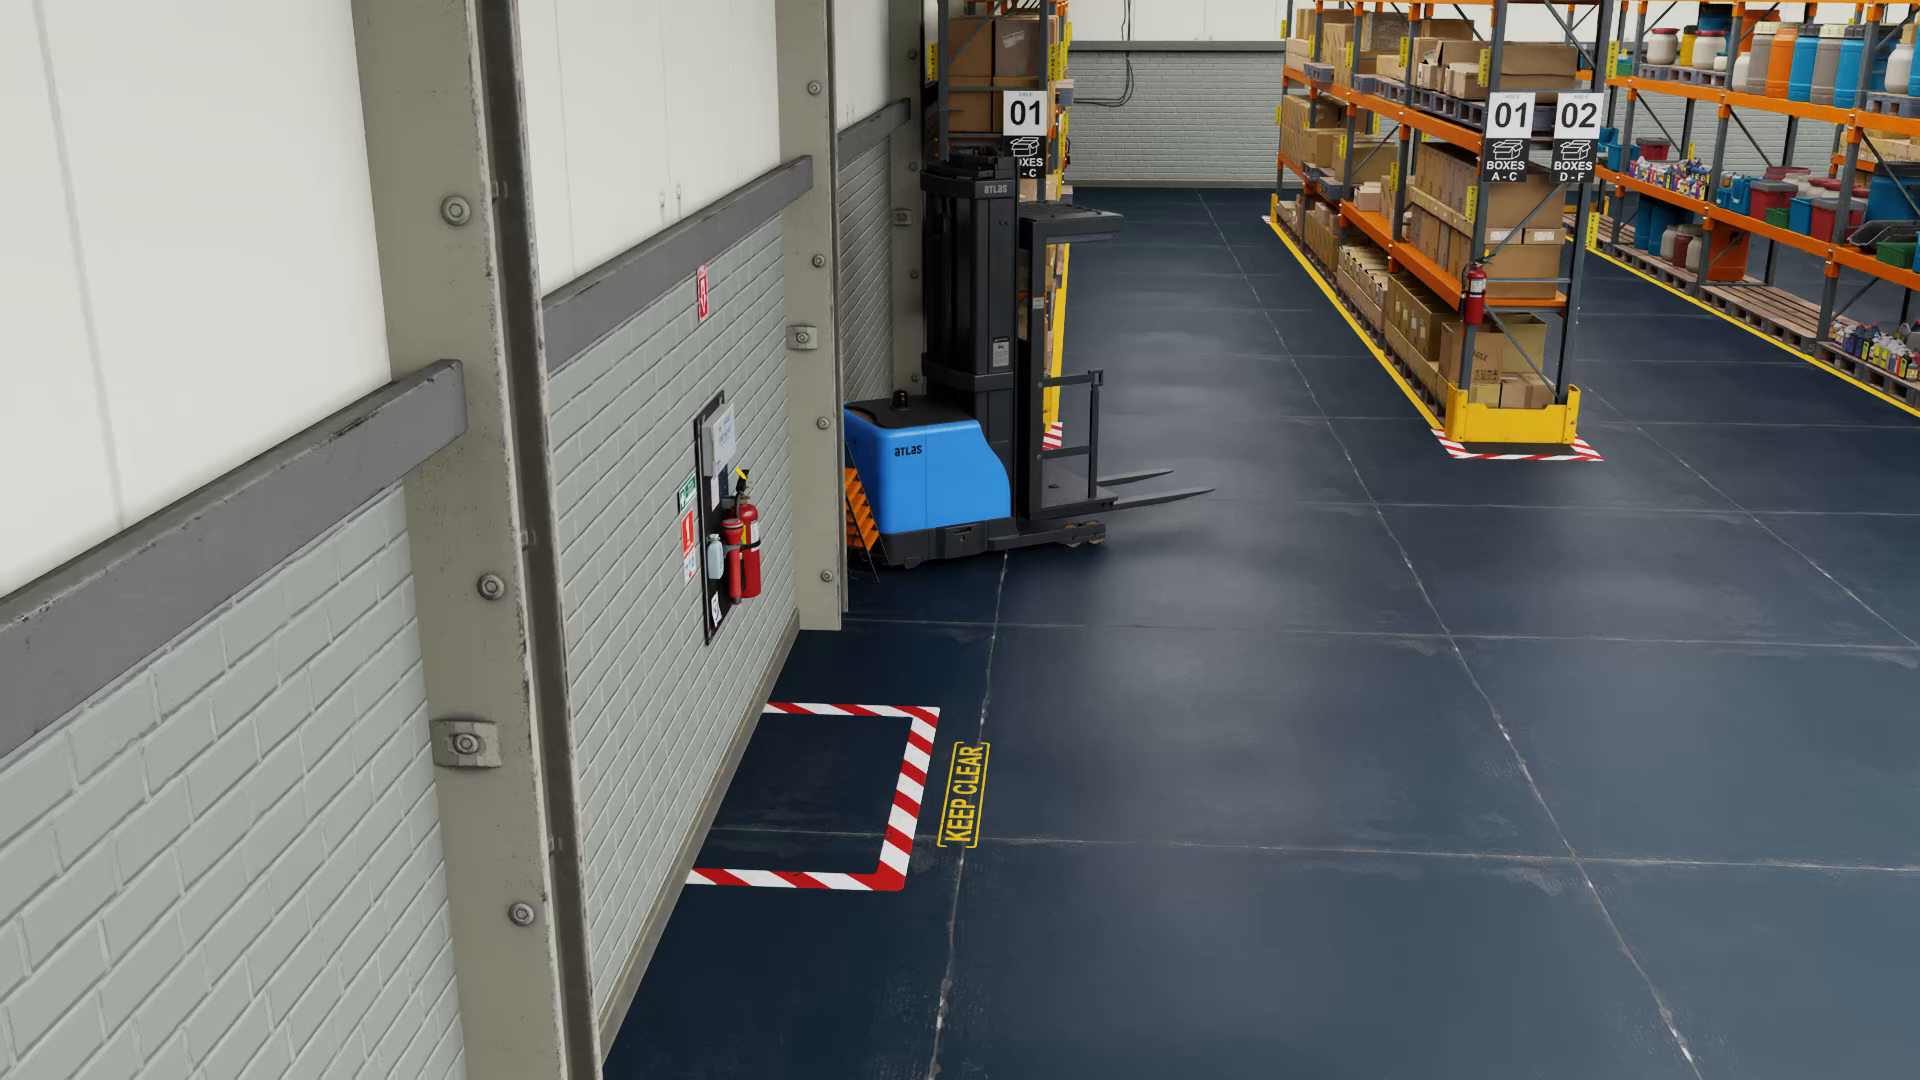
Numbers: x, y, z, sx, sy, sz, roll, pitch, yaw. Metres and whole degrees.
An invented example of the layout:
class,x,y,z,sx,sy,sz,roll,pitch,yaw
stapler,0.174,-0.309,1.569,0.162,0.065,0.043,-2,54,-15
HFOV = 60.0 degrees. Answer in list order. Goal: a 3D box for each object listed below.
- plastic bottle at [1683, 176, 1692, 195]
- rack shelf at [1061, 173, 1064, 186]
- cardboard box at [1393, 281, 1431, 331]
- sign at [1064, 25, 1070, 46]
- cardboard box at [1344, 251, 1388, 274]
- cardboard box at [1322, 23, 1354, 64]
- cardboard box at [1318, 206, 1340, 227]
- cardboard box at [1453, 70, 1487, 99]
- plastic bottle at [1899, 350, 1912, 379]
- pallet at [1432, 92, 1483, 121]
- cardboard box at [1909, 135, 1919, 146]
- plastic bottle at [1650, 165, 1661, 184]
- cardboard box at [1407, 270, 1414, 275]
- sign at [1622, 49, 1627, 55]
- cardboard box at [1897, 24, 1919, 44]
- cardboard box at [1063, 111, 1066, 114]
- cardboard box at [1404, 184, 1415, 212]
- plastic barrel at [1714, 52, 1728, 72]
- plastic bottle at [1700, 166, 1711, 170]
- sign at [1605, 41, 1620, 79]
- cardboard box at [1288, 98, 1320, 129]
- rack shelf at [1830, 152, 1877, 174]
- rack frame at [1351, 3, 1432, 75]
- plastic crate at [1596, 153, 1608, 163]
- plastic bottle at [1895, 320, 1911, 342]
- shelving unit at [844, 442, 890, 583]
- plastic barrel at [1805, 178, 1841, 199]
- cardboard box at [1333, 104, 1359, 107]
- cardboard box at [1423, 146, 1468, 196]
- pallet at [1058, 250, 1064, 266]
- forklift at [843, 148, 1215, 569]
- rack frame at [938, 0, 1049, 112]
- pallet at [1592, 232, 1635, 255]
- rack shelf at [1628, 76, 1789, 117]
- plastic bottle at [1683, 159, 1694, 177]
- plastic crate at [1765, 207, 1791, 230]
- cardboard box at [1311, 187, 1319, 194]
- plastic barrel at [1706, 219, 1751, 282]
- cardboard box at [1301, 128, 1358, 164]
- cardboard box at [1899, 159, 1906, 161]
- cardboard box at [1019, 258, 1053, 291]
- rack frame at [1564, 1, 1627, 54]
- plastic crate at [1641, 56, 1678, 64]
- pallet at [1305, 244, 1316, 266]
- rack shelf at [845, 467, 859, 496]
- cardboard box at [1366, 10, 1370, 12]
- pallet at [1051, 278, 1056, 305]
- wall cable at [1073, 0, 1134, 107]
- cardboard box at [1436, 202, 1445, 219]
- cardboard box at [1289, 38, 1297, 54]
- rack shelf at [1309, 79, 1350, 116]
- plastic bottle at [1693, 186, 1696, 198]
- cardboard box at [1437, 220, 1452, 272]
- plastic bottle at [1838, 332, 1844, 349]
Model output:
class,x,y,z,sx,sy,sz,roll,pitch,yaw
plastic bottle,10.433,-5.081,23.819,0.097,0.271,0.097,0,18,0
rack shelf,1.020,-5.279,25.373,1.077,0.370,4.000,1,18,4
cardboard box,5.158,-2.605,18.593,0.500,0.500,0.500,1,18,4
sign,1.705,-8.054,26.532,0.100,0.325,0.005,1,18,4
cardboard box,5.458,-3.731,22.332,0.500,0.311,0.500,1,18,3
cardboard box,5.995,-7.698,25.787,0.600,0.600,0.600,0,18,-1
cardboard box,5.720,-4.899,25.161,0.500,0.250,0.500,1,18,3
cardboard box,5.064,-4.390,16.027,0.500,0.250,0.500,1,18,4
plastic bottle,9.869,-1.829,17.345,0.061,0.283,0.133,2,18,5
pallet,5.406,-4.388,16.823,1.003,0.211,1.213,1,18,4
cardboard box,15.791,-6.641,26.933,0.500,0.500,0.500,1,18,4
plastic bottle,10.565,-5.540,25.211,0.152,0.276,0.135,1,18,4
cardboard box,5.886,-3.247,20.855,0.500,0.311,0.500,1,18,2
sign,11.882,-8.632,29.800,0.100,0.325,0.005,1,18,4
cardboard box,16.139,-8.377,27.857,0.700,0.500,0.500,0,18,0
cardboard box,1.424,-7.469,30.417,0.980,0.700,0.700,2,18,6
cardboard box,5.640,-4.098,20.451,0.500,0.500,0.500,3,18,8
plastic barrel,10.689,-6.674,23.206,0.301,0.262,0.301,0,18,0
plastic bottle,11.267,-5.521,25.154,0.152,0.276,0.135,1,18,4
sign,5.797,-4.270,14.790,0.100,0.325,0.005,1,18,4
cardboard box,6.026,-7.448,29.070,0.500,0.500,0.500,2,18,5
rack shelf,16.129,-6.190,28.152,1.077,0.370,4.000,1,18,4
rack frame,5.818,-7.742,22.097,1.000,3.000,0.127,1,18,4
plastic crate,10.870,-6.472,28.185,0.293,0.136,0.466,1,18,4
plastic bottle,10.569,-2.284,18.623,0.144,0.351,0.185,1,18,4
shelving unit,-0.783,-0.192,11.667,0.258,1.200,0.189,9,49,26
plastic barrel,10.842,-4.256,20.875,0.433,0.535,0.433,0,18,0
cardboard box,6.456,-6.956,27.568,0.500,0.500,0.500,1,18,2
cardboard box,5.471,-4.017,18.122,0.700,0.500,0.500,1,18,4
pallet,1.098,-4.296,25.695,1.003,0.211,1.213,1,18,4
forklift,0.559,-1.478,12.726,3.031,2.935,1.130,-9,20,-25
rack frame,0.303,-5.366,14.848,1.000,3.000,0.127,1,18,4
pallet,11.059,-4.925,27.616,1.003,0.211,1.213,1,18,4
rack shelf,10.902,-6.484,24.231,1.077,0.370,4.000,1,18,4
plastic bottle,11.148,-5.651,25.431,0.144,0.351,0.185,1,18,4
plastic crate,10.315,-3.983,20.602,0.450,0.188,0.662,1,18,4
cardboard box,6.598,-6.222,30.403,0.500,0.500,0.500,1,18,4
plastic barrel,10.776,-4.100,23.428,0.600,0.830,0.708,1,18,4
cardboard box,5.848,-6.238,26.308,0.700,0.500,0.500,-5,19,-15
cardboard box,15.754,-6.213,27.470,0.380,0.149,0.250,2,18,5
cardboard box,0.655,-2.598,16.244,0.500,0.250,0.500,1,18,2
rack frame,11.332,-10.114,29.339,1.000,3.000,0.127,1,18,4
plastic crate,11.407,-7.764,27.194,0.497,0.269,0.590,1,18,4
pallet,6.084,-4.554,26.483,1.003,0.211,1.213,1,18,4
rack shelf,-0.851,-0.415,11.454,0.258,0.103,0.180,9,49,26
cardboard box,6.279,-8.385,27.112,0.700,0.500,0.500,1,18,4
pallet,0.819,-3.432,23.059,1.003,0.211,1.213,1,18,4
wall cable,2.212,-10.609,35.834,3.097,2.526,0.112,1,18,4
cardboard box,5.211,-3.444,17.414,0.380,0.149,0.250,1,18,3
cardboard box,6.052,-8.658,29.150,0.500,0.250,0.500,1,18,4
rack shelf,5.961,-6.595,24.572,1.077,0.370,4.000,1,18,4
plastic bottle,10.405,-4.927,23.461,0.097,0.201,0.097,0,18,0
cardboard box,5.399,-3.079,17.342,0.700,0.500,0.500,2,18,6
plastic bottle,9.997,-2.264,18.801,0.097,0.201,0.097,0,18,0
